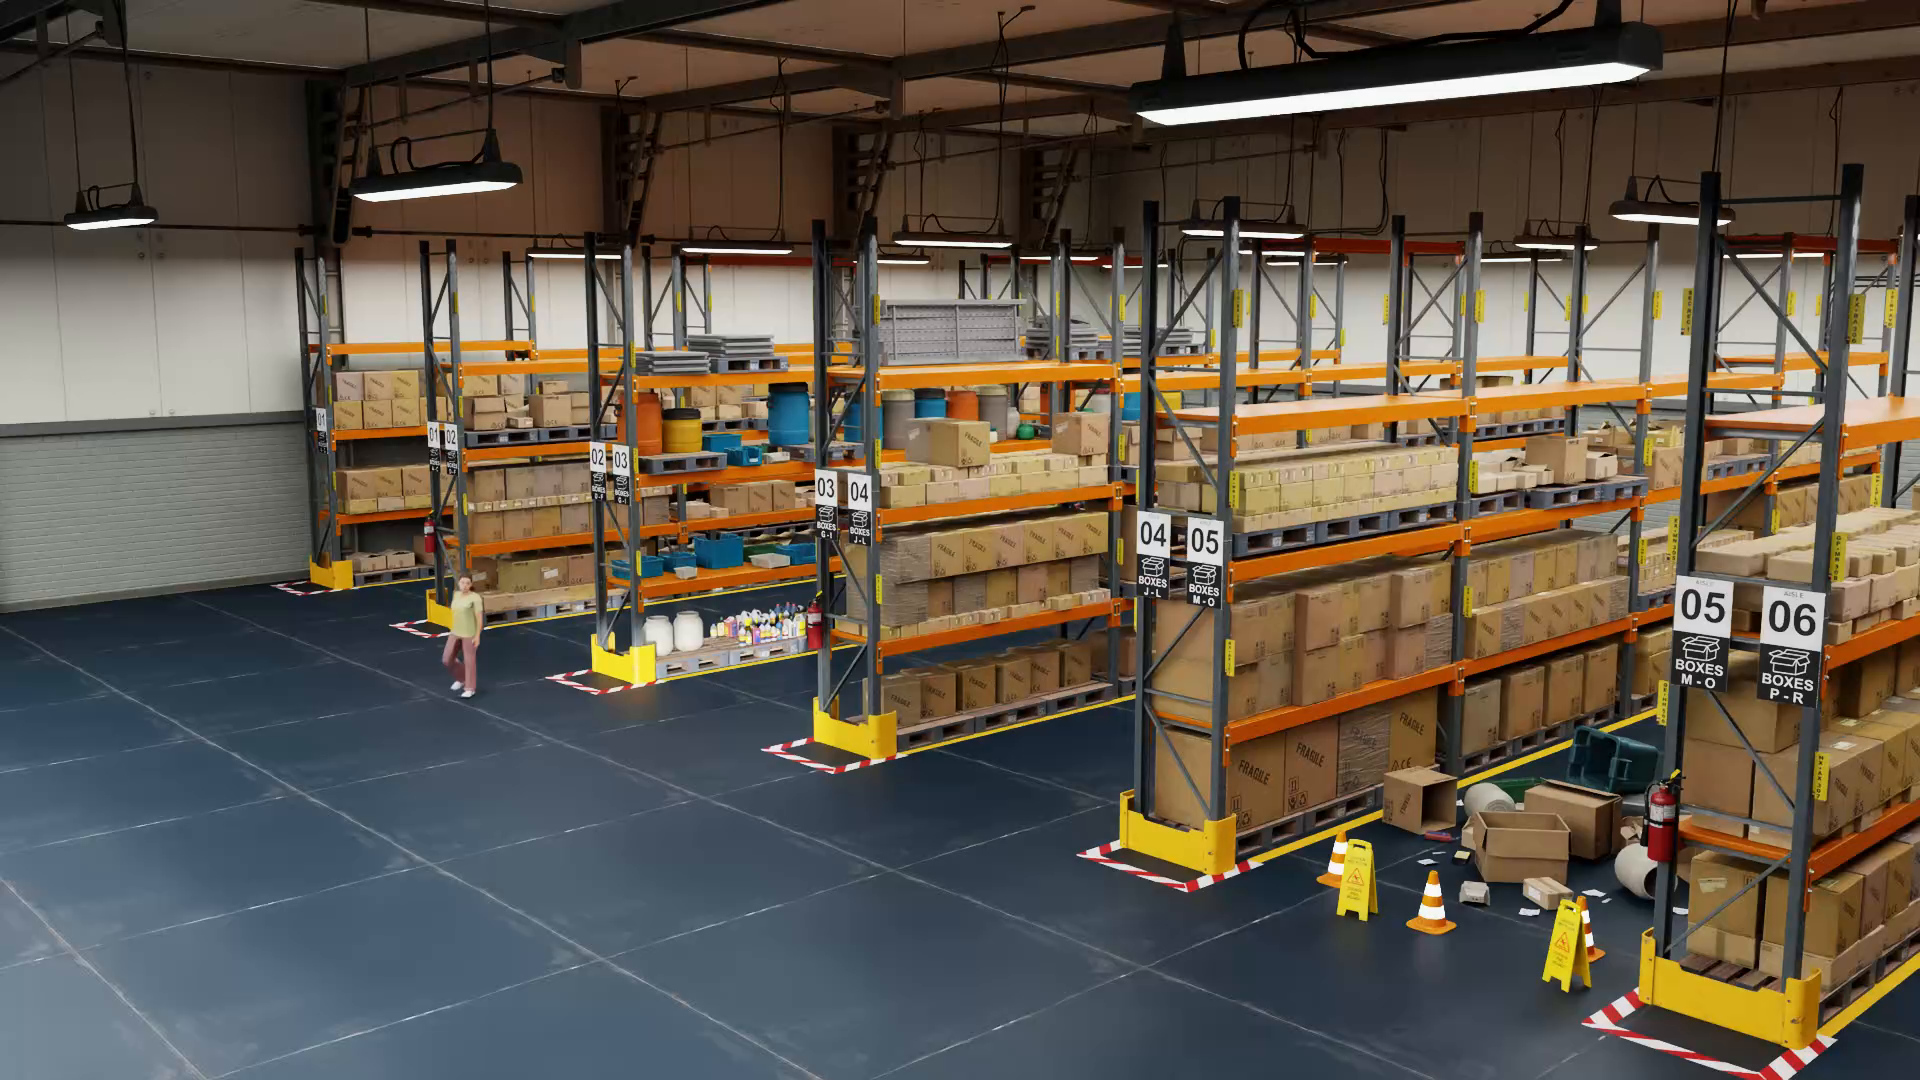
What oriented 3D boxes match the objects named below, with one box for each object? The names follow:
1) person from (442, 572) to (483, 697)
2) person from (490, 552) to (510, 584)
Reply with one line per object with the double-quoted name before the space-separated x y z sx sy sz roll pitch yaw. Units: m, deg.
"person" -6.372 1.213 21.352 0.569 1.652 0.468 2 9 14
"person" -7.932 0.137 28.937 0.571 1.621 0.869 4 9 27
